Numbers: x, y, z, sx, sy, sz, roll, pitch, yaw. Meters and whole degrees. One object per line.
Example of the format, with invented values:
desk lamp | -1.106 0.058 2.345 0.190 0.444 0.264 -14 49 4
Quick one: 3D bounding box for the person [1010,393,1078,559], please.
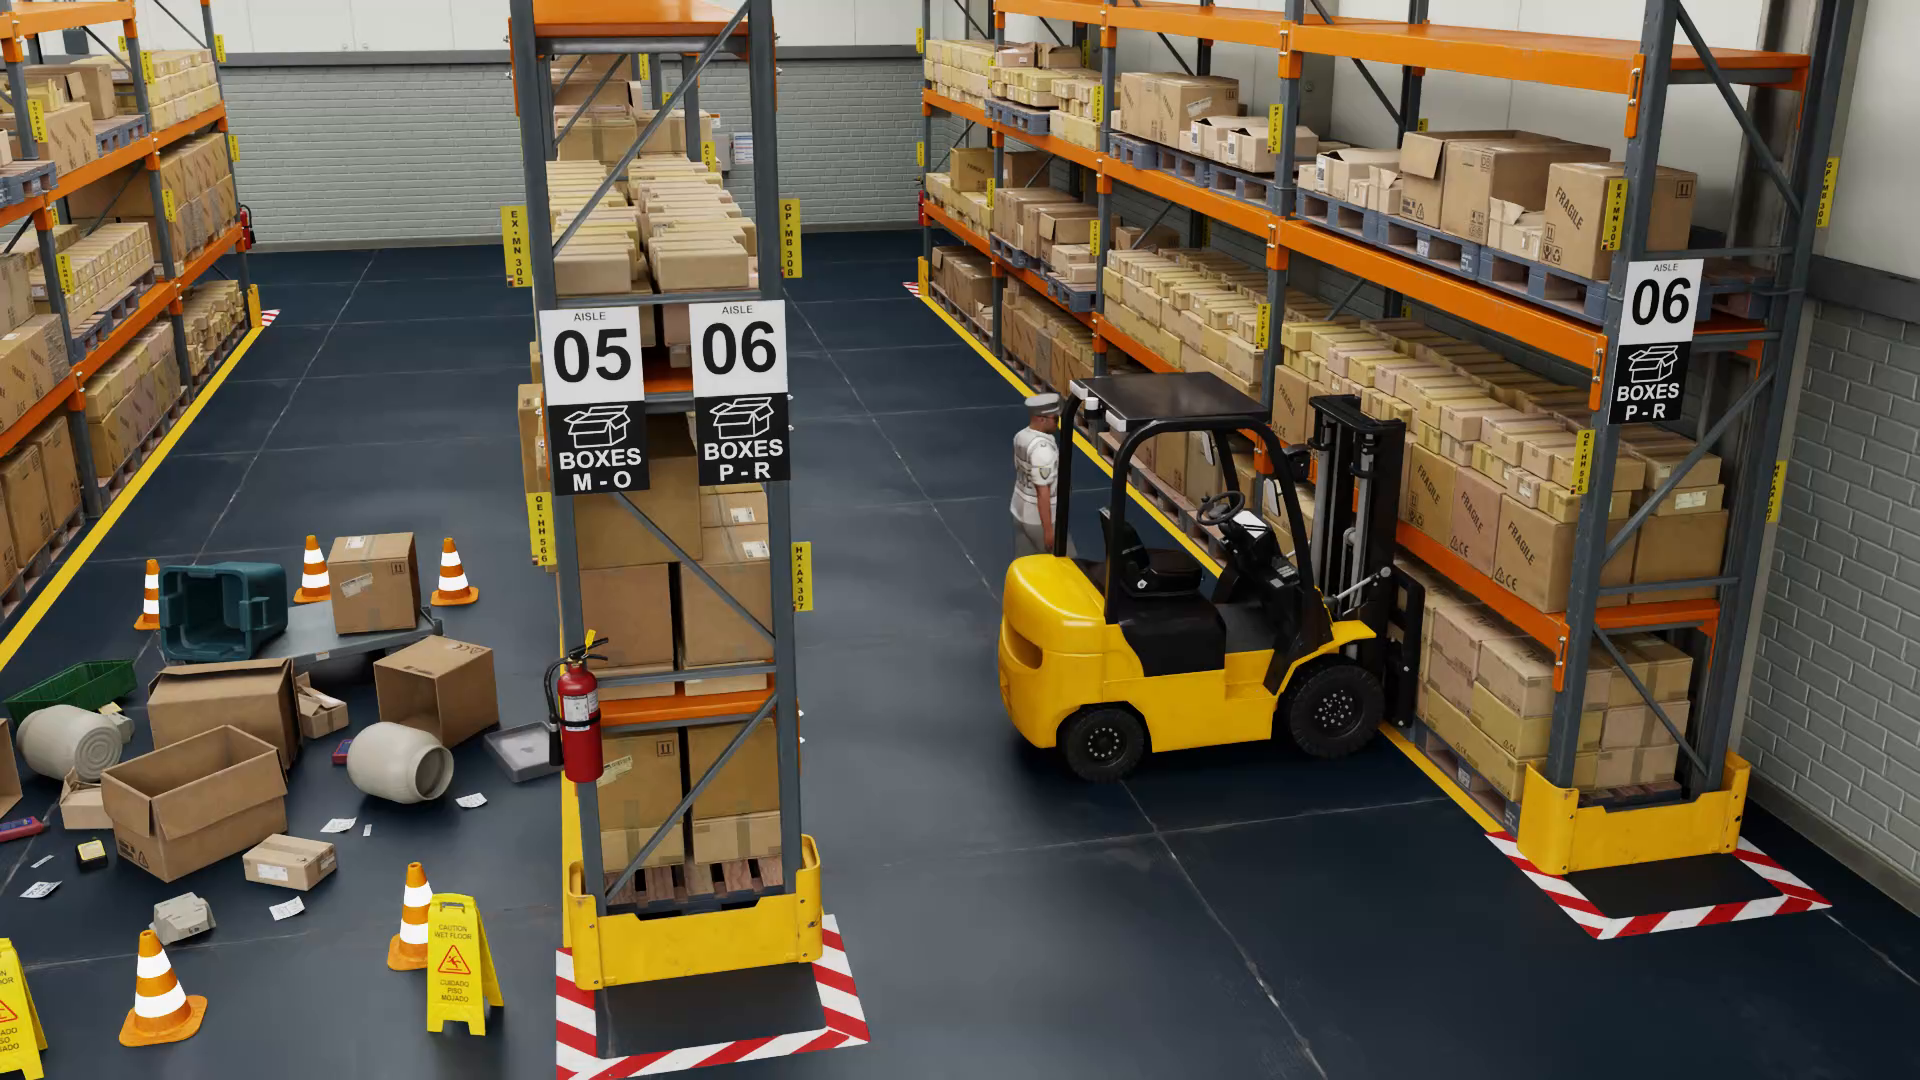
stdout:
person | 0.695 -0.173 11.517 0.736 1.742 0.562 -6 20 -17
